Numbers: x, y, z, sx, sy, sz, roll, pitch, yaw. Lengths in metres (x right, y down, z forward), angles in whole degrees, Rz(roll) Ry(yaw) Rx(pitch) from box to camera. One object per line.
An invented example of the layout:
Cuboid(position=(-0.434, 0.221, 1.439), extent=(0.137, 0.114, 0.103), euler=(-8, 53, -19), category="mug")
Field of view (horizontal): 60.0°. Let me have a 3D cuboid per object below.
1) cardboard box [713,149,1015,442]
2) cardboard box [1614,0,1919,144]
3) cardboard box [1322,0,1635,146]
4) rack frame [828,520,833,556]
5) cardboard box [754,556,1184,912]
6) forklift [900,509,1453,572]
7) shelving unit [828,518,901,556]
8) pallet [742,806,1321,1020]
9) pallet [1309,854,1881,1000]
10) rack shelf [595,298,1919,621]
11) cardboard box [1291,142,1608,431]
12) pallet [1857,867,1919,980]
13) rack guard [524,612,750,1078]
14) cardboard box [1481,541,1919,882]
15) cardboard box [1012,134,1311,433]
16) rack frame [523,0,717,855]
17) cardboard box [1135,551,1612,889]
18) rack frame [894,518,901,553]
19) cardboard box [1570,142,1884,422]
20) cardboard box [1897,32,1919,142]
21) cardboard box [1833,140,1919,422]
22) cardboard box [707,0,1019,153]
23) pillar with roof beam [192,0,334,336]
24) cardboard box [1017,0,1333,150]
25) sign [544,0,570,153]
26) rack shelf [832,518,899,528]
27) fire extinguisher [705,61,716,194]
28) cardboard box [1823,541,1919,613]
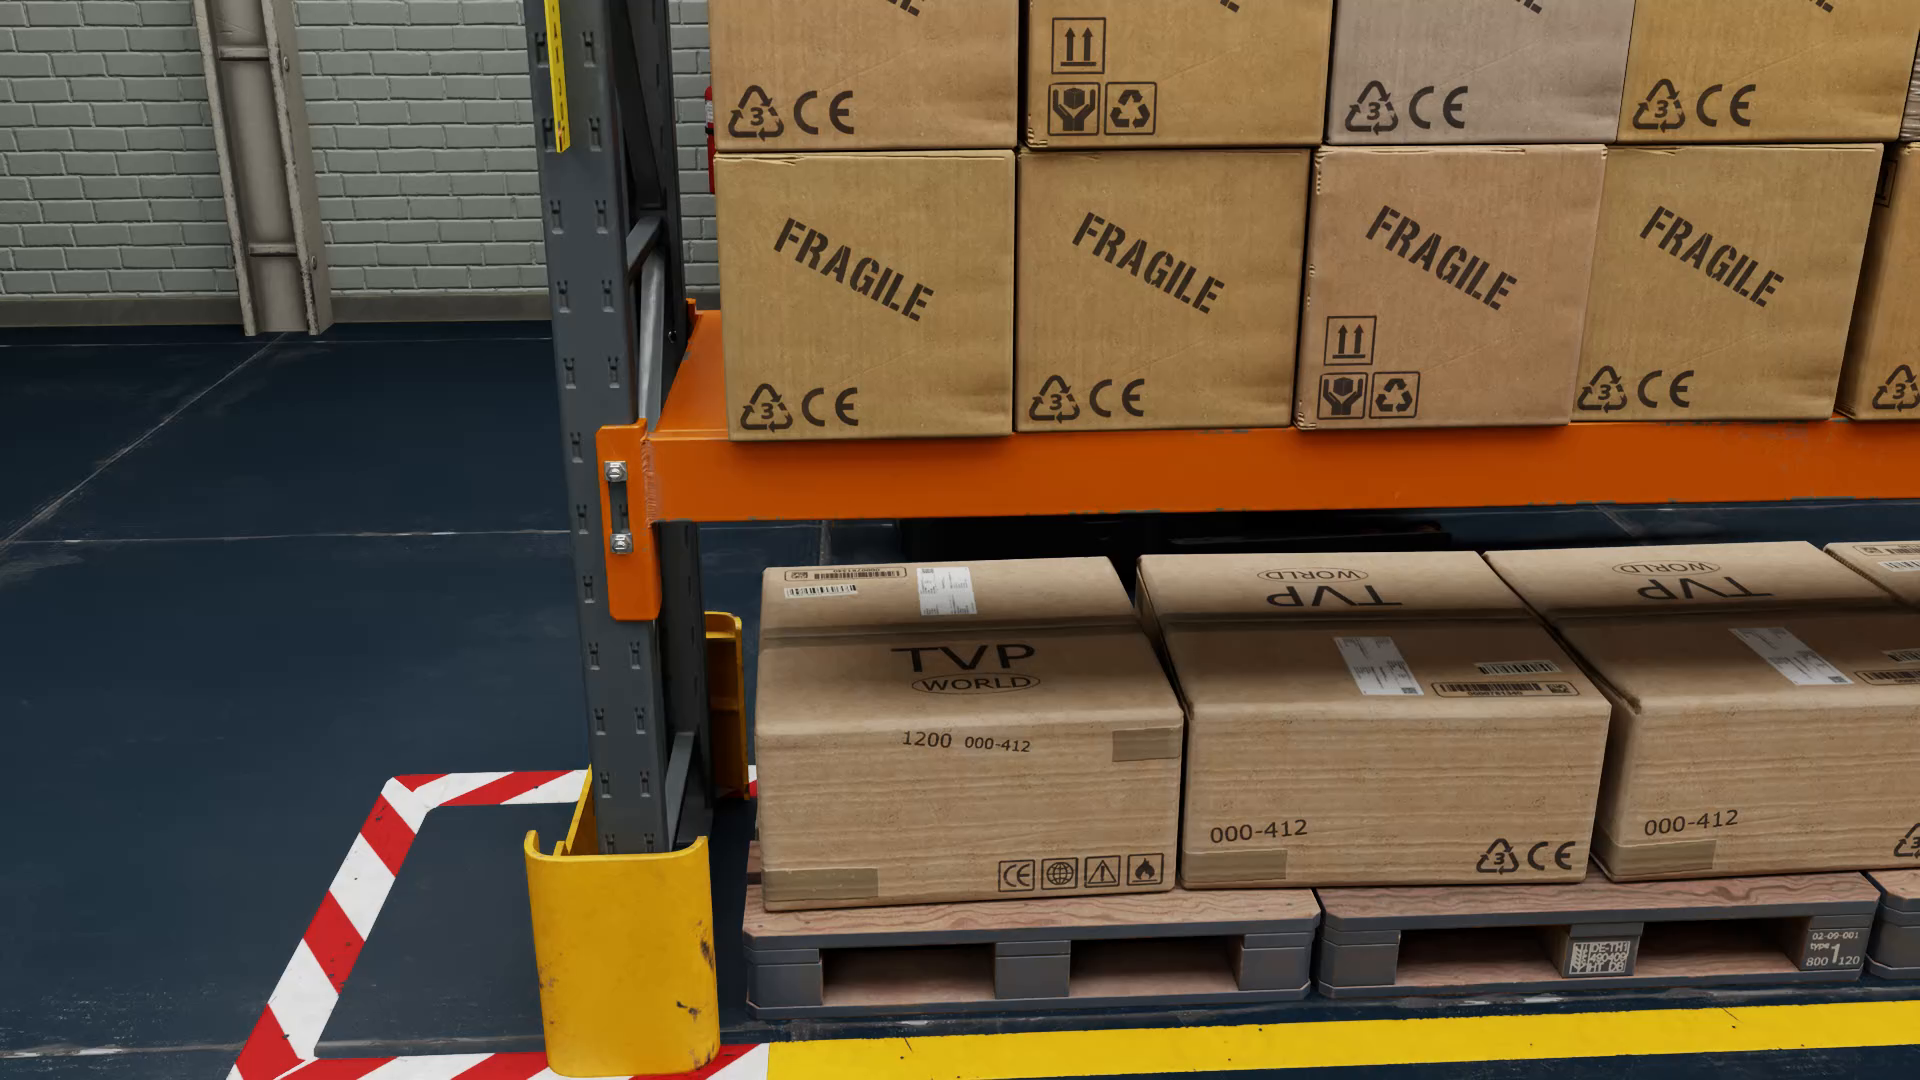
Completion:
Cuboid(position=(-0.173, -0.497, 3.069), extent=(0.500, 0.500, 0.500), euler=(-1, 21, -3), category="cardboard box")
Cuboid(position=(1.353, -1.001, 2.989), extent=(0.500, 0.500, 0.500), euler=(-1, 21, -3), category="cardboard box")
Cuboid(position=(0.855, -0.991, 2.962), extent=(0.500, 0.500, 0.500), euler=(-1, 21, -3), category="cardboard box")
Cuboid(position=(-0.472, -0.469, 5.878), extent=(0.008, 1.050, 0.200), euler=(-3, 21, -7), category="rack frame")
Cuboid(position=(-0.016, 0.410, 3.839), extent=(0.875, 0.438, 0.875), euler=(-2, 21, -5), category="cardboard box")
Cuboid(position=(1.281, -1.429, 5.754), extent=(3.031, 2.935, 1.130), euler=(-3, 21, -7), category="forklift")
Cuboid(position=(-0.351, -0.475, 5.893), extent=(0.252, 1.050, 0.215), euler=(-3, 21, -7), category="shelving unit")
Cuboid(position=(0.125, 0.717, 3.941), extent=(1.213, 0.211, 1.003), euler=(-1, 21, -3), category="pallet")
Cuboid(position=(1.340, 0.693, 4.003), extent=(1.213, 0.211, 1.003), euler=(-1, 21, -3), category="pallet")
Cuboid(position=(1.328, -0.247, 3.564), extent=(4.000, 0.370, 1.077), euler=(-1, 21, -3), category="rack shelf")
Cuboid(position=(0.839, -0.521, 3.132), extent=(0.500, 0.500, 0.500), euler=(-1, 21, -3), category="cardboard box")
Cuboid(position=(2.561, 0.668, 4.071), extent=(1.213, 0.211, 1.003), euler=(-1, 21, -3), category="pallet")
Cuboid(position=(-0.693, 0.627, 3.773), extent=(0.348, 0.500, 1.175), euler=(-1, 21, -3), category="rack guard")
Cuboid(position=(1.798, 0.371, 3.942), extent=(0.875, 0.438, 0.875), euler=(-2, 21, -5), category="cardboard box")
Cuboid(position=(0.330, -0.517, 3.122), extent=(0.500, 0.500, 0.500), euler=(-1, 21, -4), category="cardboard box")
Cuboid(position=(-0.669, -0.542, 3.329), extent=(0.127, 3.000, 1.000), euler=(-1, 21, -3), category="rack frame")
Cuboid(position=(0.897, 0.389, 3.895), extent=(0.875, 0.438, 0.875), euler=(-1, 21, -2), category="cardboard box")
Cuboid(position=(-0.230, -0.481, 5.908), extent=(0.008, 1.050, 0.200), euler=(-3, 21, -7), category="rack frame")
Cuboid(position=(1.338, -0.537, 3.175), extent=(0.500, 0.500, 0.500), euler=(0, 21, -1), category="cardboard box")
Cuboid(position=(1.854, -1.009, 3.009), extent=(0.500, 0.500, 0.500), euler=(-1, 21, -2), category="cardboard box")
Cuboid(position=(1.862, -0.542, 3.188), extent=(0.500, 0.500, 0.500), euler=(-1, 21, -4), category="cardboard box")
Cuboid(position=(-0.174, -0.965, 2.893), extent=(0.500, 0.500, 0.500), euler=(-2, 21, -4), category="cardboard box")
Cuboid(position=(-3.454, -3.845, 3.573), extent=(0.400, 9.000, 9.100), euler=(-1, 21, -3), category="pillar with roof beam")
Cuboid(position=(0.342, -0.978, 2.927), extent=(0.500, 0.500, 0.500), euler=(-2, 21, -5), category="cardboard box")
Cuboid(position=(-0.643, -0.786, 2.643), extent=(0.005, 0.325, 0.100), euler=(-1, 21, -3), category="sign")
Cuboid(position=(-0.351, -0.205, 5.996), extent=(0.240, 0.259, 0.215), euler=(-3, 21, -7), category="rack shelf")
Cuboid(position=(-1.077, -1.928, 7.601), extent=(0.183, 0.674, 0.296), euler=(-1, 21, -3), category="fire extinguisher")
Cuboid(position=(2.692, 0.352, 3.990), extent=(0.875, 0.438, 0.875), euler=(-1, 21, -4), category="cardboard box")
